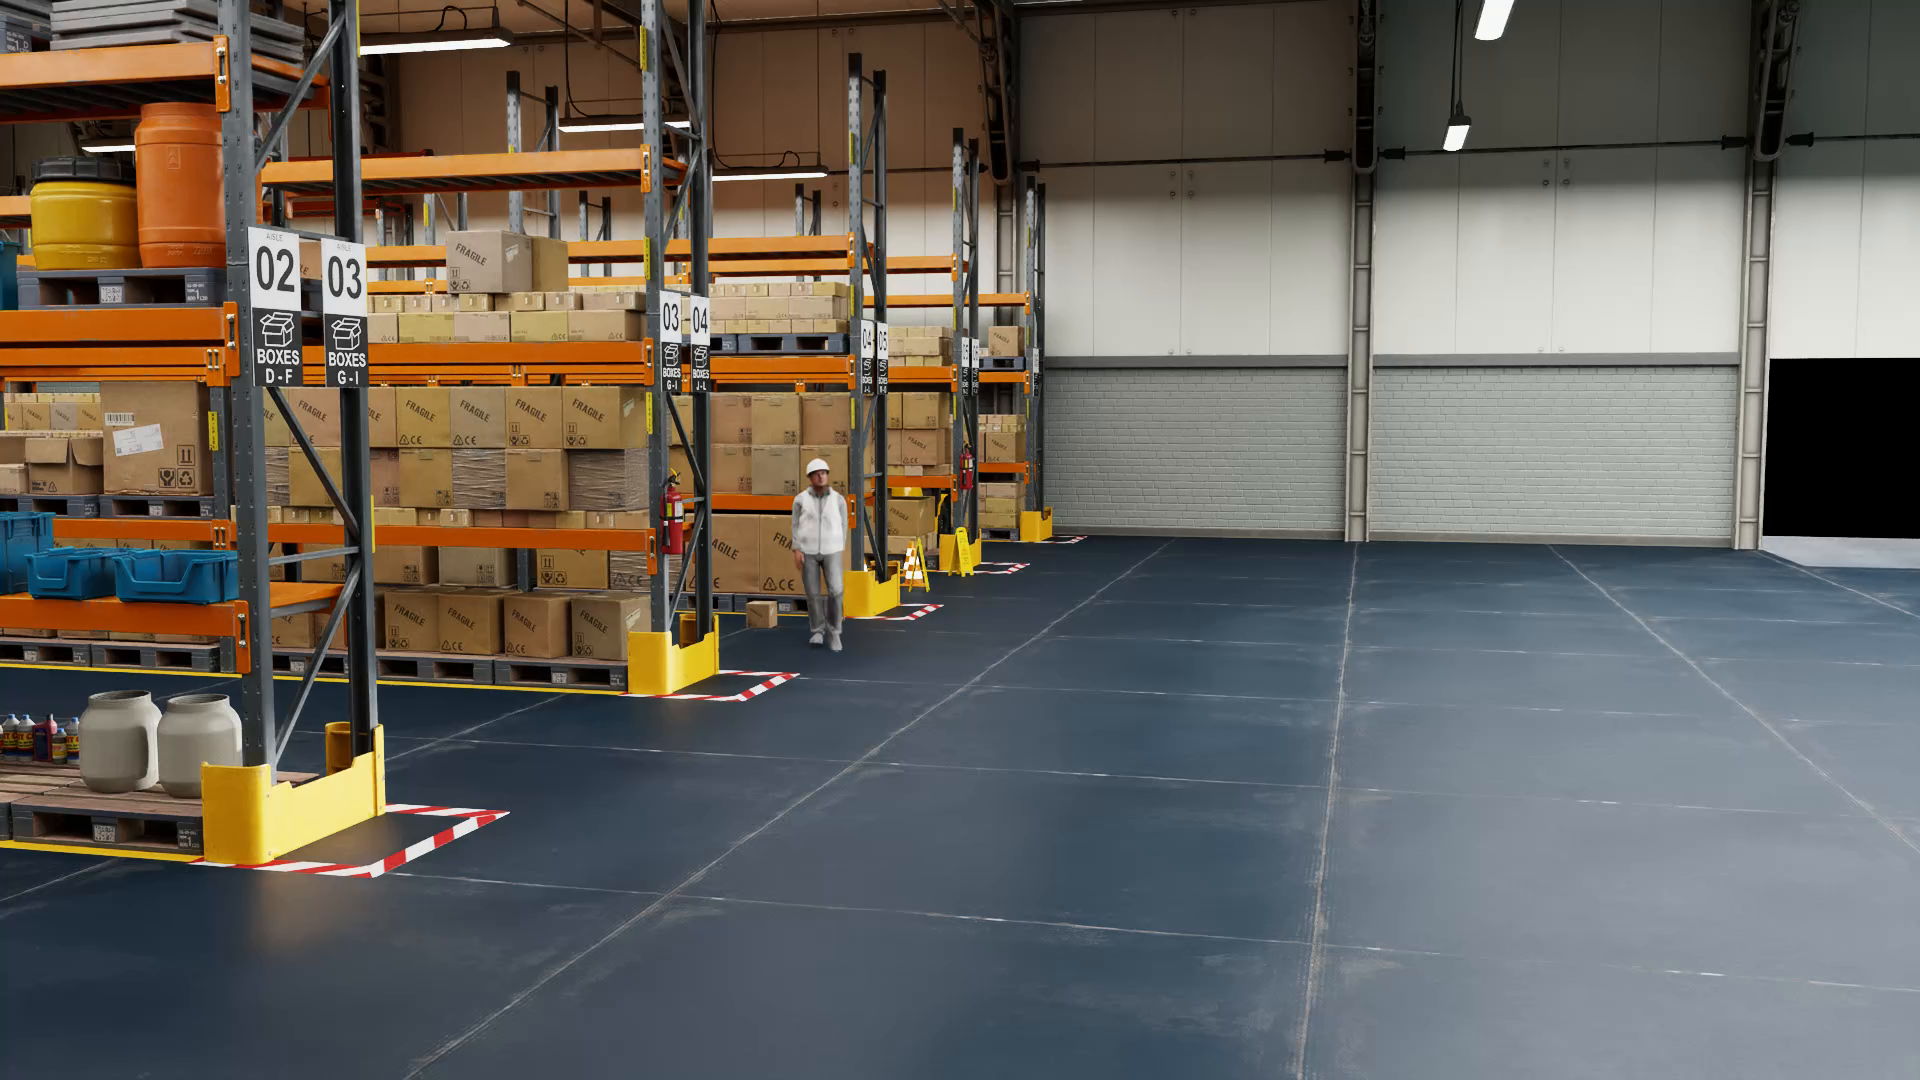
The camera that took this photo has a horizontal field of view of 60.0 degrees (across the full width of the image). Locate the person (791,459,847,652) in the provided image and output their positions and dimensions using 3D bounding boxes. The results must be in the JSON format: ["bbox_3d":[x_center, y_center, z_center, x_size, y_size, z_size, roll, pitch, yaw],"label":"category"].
[{"bbox_3d":[-1.322,0.152,15.664,0.532,1.831,0.538,0,5,-6],"label":"person"}]
